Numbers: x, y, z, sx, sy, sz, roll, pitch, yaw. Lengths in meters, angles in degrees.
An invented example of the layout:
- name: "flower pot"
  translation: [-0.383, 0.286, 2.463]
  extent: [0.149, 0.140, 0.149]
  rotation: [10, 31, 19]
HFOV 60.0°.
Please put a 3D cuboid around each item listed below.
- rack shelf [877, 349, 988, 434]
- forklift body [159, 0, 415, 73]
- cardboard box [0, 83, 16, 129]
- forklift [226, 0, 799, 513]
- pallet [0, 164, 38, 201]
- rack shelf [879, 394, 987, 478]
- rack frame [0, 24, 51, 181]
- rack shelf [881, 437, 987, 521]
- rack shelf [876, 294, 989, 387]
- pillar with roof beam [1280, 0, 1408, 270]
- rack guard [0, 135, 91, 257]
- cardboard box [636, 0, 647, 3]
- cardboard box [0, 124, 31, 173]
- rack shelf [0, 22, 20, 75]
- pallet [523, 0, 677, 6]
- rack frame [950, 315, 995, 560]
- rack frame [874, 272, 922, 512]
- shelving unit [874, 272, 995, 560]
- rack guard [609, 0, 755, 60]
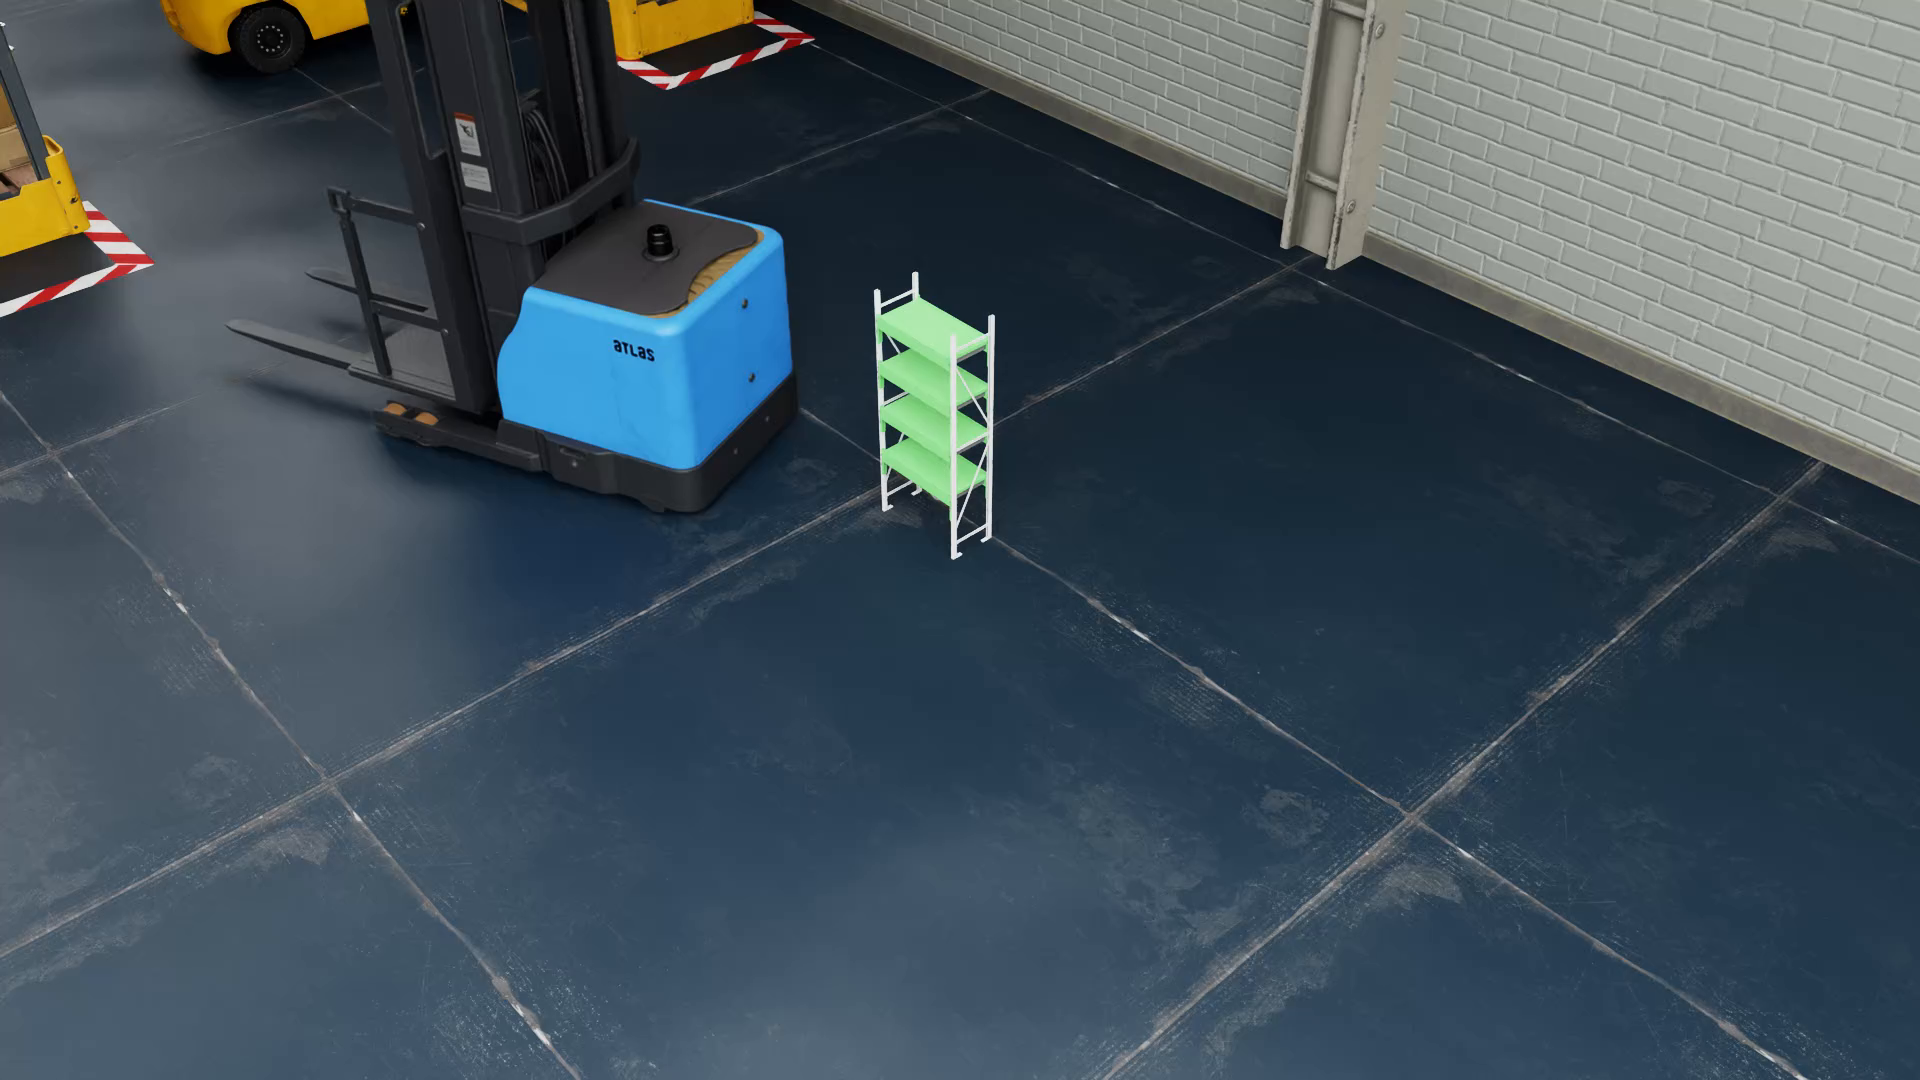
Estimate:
- name: "rack shelf"
  translation: [-0.112, -0.680, 7.357]
  extent: [0.258, 0.148, 0.480]
  rotation: [-30, 48, -32]
- name: "forklift body"
  translation: [-4.726, -4.739, 11.906]
  extent: [2.313, 2.155, 1.214]
  rotation: [-30, 48, -32]
- name: "cardboard box"
  translation: [-6.111, -2.743, 10.017]
  extent: [0.500, 0.500, 0.500]
  rotation: [-32, 49, -33]
- name: "forklift"
  translation: [-2.380, -1.892, 7.760]
  extent: [3.031, 2.935, 1.130]
  rotation: [16, 42, 19]
- name: "pallet"
  translation: [-6.328, -2.198, 10.303]
  extent: [1.003, 0.211, 1.213]
  rotation: [-30, 48, -32]
- name: "rack shelf"
  translation: [-0.112, -0.494, 7.508]
  extent: [0.258, 0.148, 0.480]
  rotation: [-30, 48, -32]
- name: "rack frame"
  translation: [-5.753, -2.856, 8.899]
  extent: [1.000, 3.000, 0.127]
  rotation: [-30, 48, -32]
- name: "rack shelf"
  translation: [-0.112, -0.307, 7.659]
  extent: [0.258, 0.148, 0.480]
  rotation: [-30, 48, -32]
- name: "rack shelf"
  translation: [-0.112, -0.867, 7.206]
  extent: [0.258, 0.148, 0.480]
  rotation: [-30, 48, -32]
- name: "pillar with roof beam"
  translation: [-1.019, -3.400, 4.798]
  extent: [9.100, 9.000, 0.400]
  rotation: [-30, 48, -32]
- name: "rack guard"
  translation: [-5.804, -1.919, 9.728]
  extent: [1.175, 0.500, 0.348]
  rotation: [-30, 48, -32]
- name: "cardboard box"
  translation: [-2.650, -4.144, 12.348]
  extent: [0.500, 0.250, 0.500]
  rotation: [-30, 47, -31]
- name: "cardboard box"
  translation: [-6.095, -2.441, 10.239]
  extent: [0.500, 0.250, 0.500]
  rotation: [-30, 48, -32]
- name: "rack shelf"
  translation: [-7.106, -3.502, 10.271]
  extent: [1.077, 0.370, 4.000]
  rotation: [-30, 48, -32]
- name: "pallet"
  translation: [-2.647, -4.219, 12.805]
  extent: [1.003, 0.211, 1.213]
  rotation: [-30, 48, -32]
- name: "rack frame"
  translation: [0.053, -0.430, 7.328]
  extent: [0.240, 1.200, 0.015]
  rotation: [-30, 48, -32]
- name: "rack frame"
  translation: [-0.277, -0.656, 7.608]
  extent: [0.240, 1.200, 0.015]
  rotation: [-30, 48, -32]
- name: "shelving unit"
  translation: [-0.112, -0.543, 7.468]
  extent: [0.258, 1.200, 0.503]
  rotation: [-30, 48, -32]
- name: "rack guard"
  translation: [-2.083, -3.984, 12.285]
  extent: [1.175, 0.500, 0.348]
  rotation: [-30, 48, -32]
